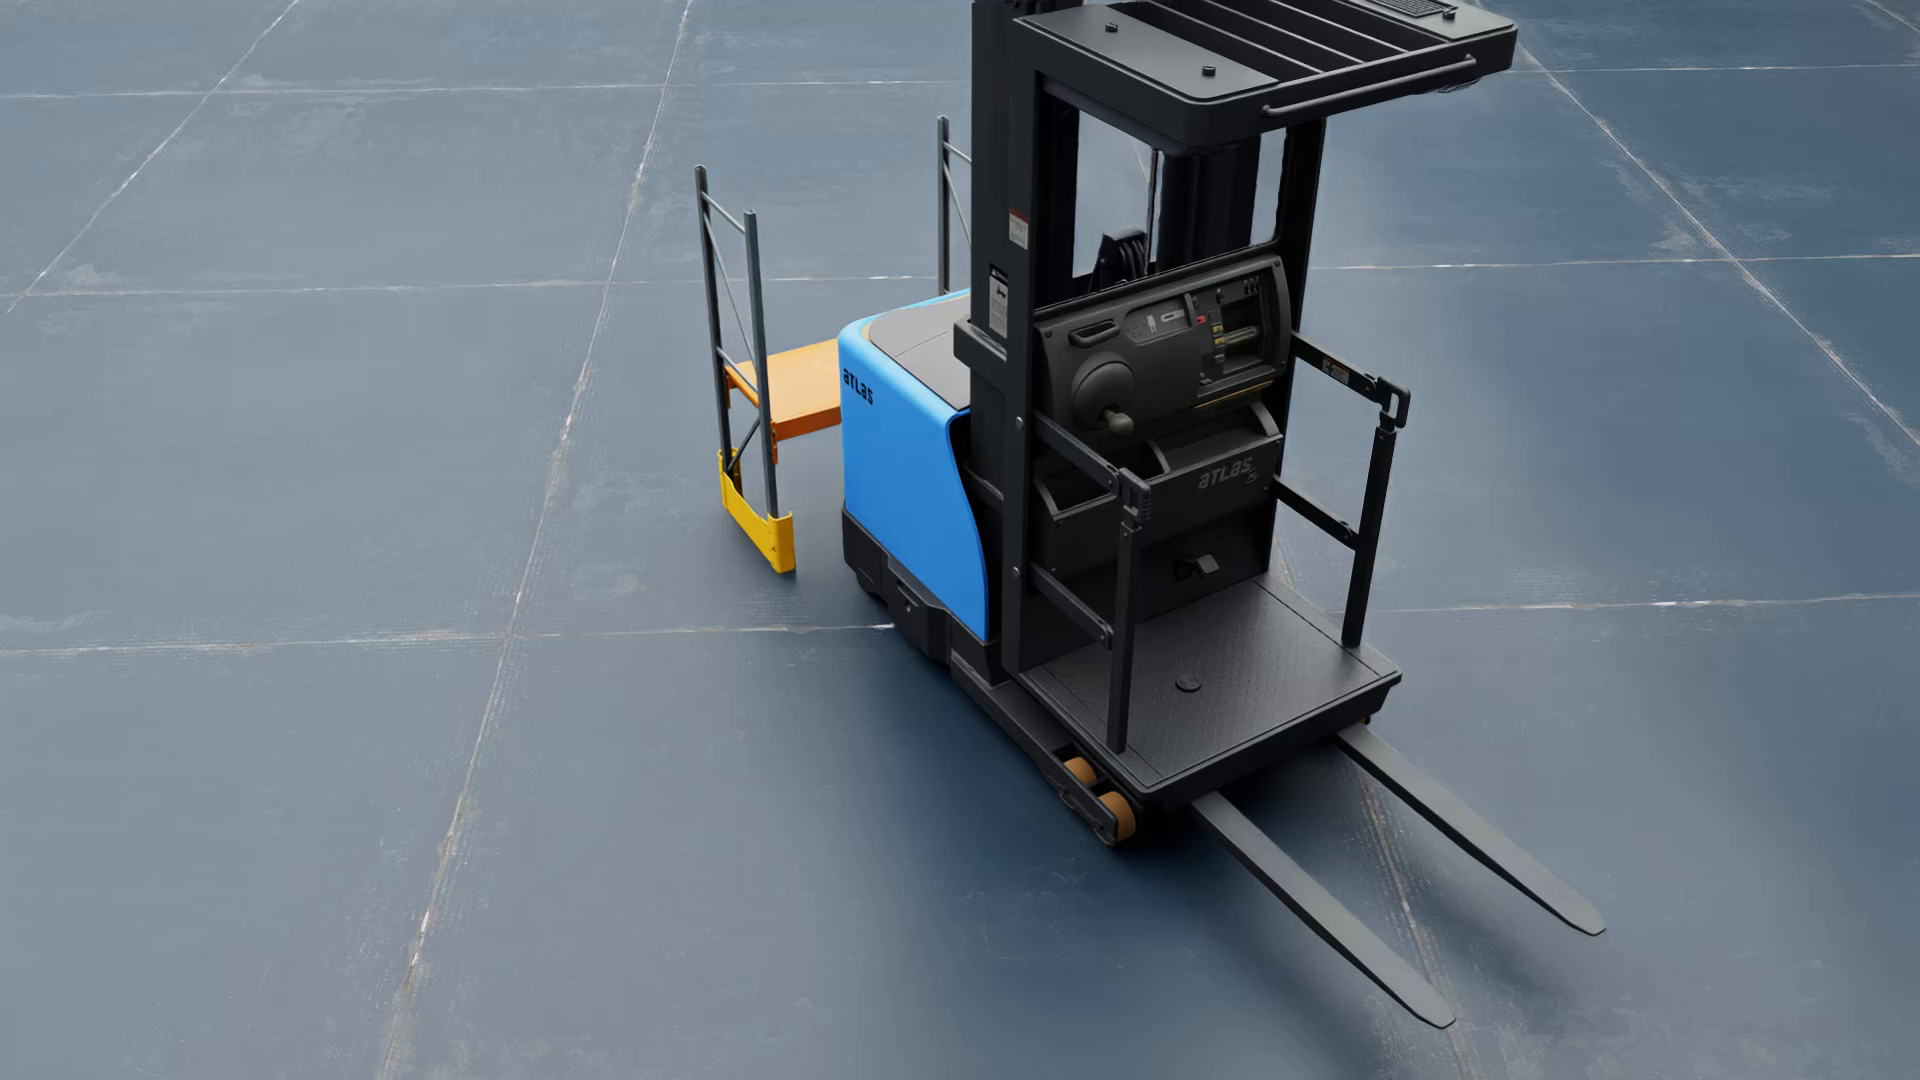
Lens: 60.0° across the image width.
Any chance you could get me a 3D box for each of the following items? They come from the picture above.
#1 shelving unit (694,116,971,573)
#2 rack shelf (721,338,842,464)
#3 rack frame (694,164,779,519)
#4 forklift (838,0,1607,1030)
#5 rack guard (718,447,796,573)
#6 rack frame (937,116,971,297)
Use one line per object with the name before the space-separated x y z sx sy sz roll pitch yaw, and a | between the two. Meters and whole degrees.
shelving unit | -0.390 -0.780 6.559 1.083 1.500 0.587 -18 38 -24
rack shelf | -0.398 -0.629 6.658 1.000 0.185 0.538 -18 38 -24
rack frame | -0.841 -0.635 6.350 0.032 1.500 0.500 -18 38 -24
forklift | 0.759 -0.537 4.951 1.130 2.935 3.031 -20 39 -26
rack guard | -0.824 -0.127 6.714 0.087 0.250 0.587 -18 38 -24
rack frame | 0.045 -0.919 6.760 0.032 1.500 0.500 -18 38 -24
